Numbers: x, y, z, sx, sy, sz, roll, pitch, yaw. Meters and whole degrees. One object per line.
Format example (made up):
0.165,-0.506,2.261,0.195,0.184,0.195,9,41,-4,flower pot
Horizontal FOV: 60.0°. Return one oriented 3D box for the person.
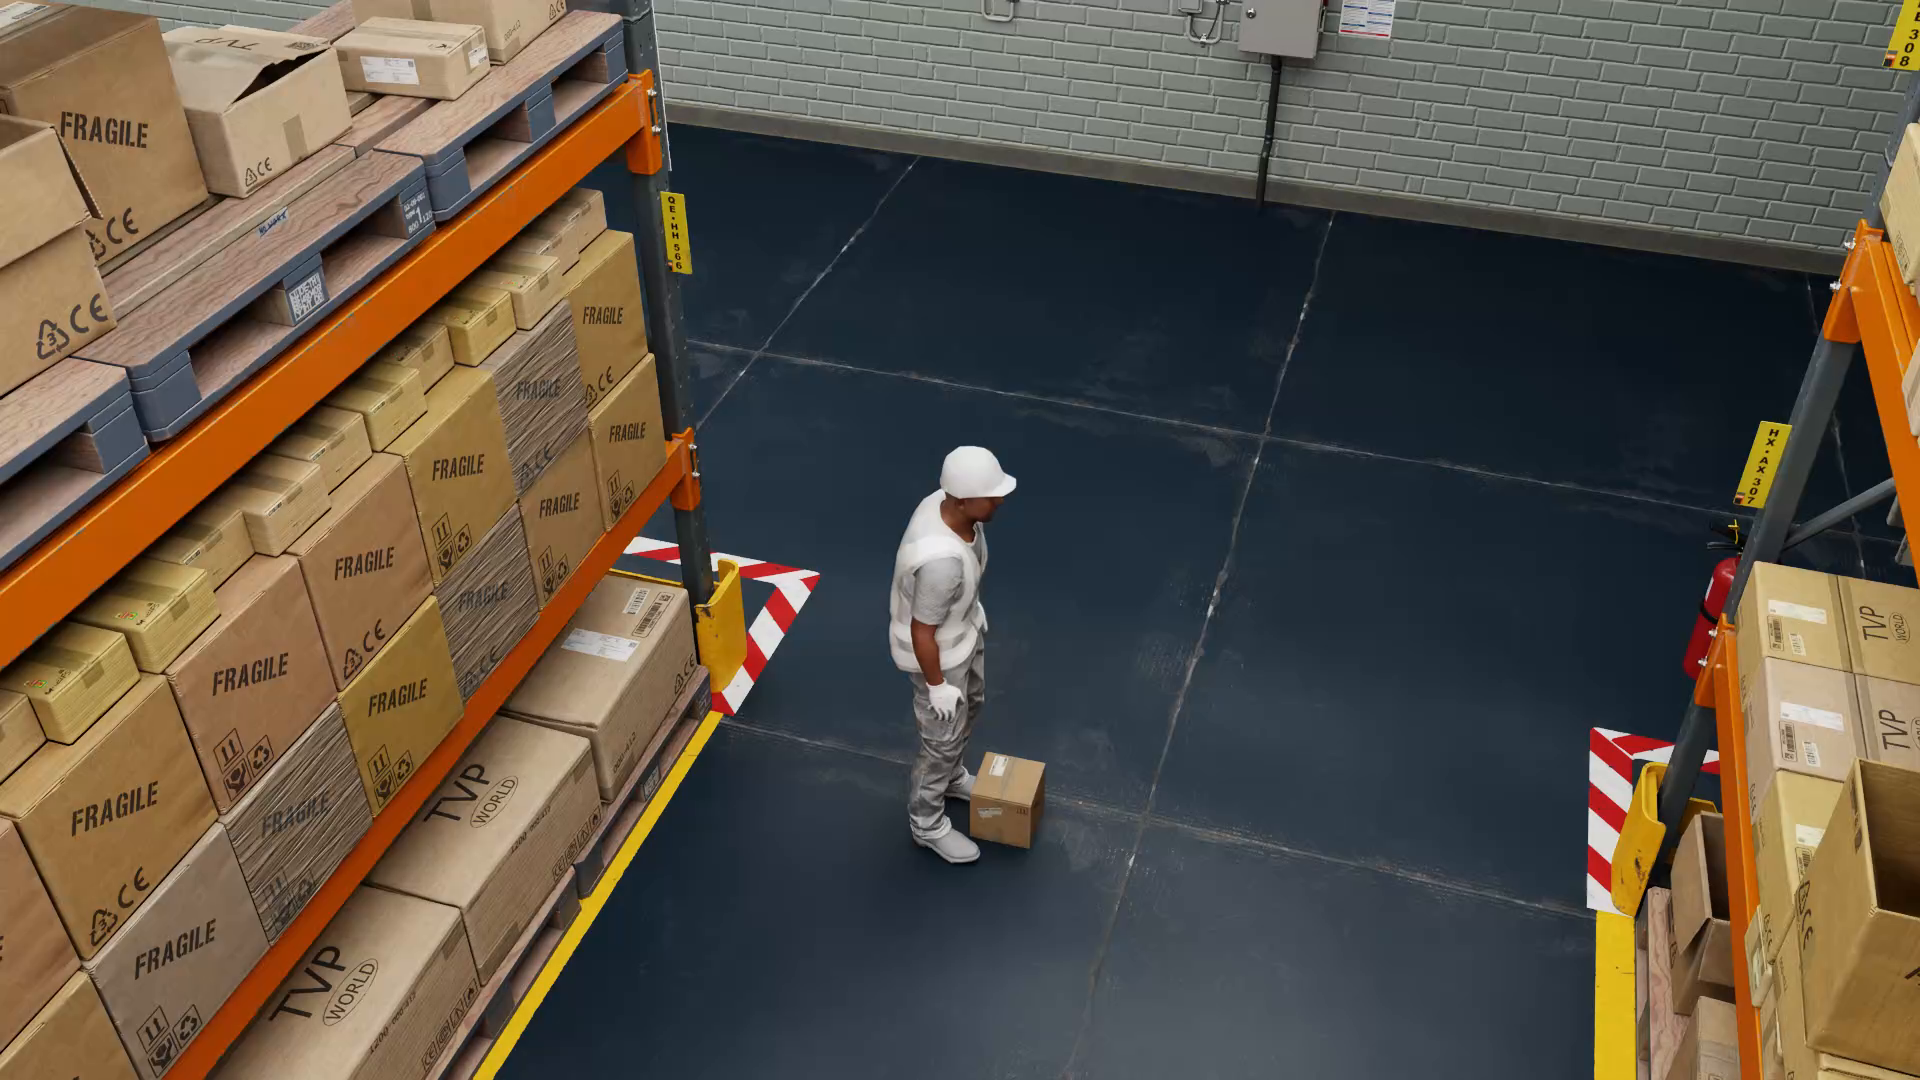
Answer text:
-0.028,0.402,6.344,0.449,1.774,0.627,8,38,11,person
